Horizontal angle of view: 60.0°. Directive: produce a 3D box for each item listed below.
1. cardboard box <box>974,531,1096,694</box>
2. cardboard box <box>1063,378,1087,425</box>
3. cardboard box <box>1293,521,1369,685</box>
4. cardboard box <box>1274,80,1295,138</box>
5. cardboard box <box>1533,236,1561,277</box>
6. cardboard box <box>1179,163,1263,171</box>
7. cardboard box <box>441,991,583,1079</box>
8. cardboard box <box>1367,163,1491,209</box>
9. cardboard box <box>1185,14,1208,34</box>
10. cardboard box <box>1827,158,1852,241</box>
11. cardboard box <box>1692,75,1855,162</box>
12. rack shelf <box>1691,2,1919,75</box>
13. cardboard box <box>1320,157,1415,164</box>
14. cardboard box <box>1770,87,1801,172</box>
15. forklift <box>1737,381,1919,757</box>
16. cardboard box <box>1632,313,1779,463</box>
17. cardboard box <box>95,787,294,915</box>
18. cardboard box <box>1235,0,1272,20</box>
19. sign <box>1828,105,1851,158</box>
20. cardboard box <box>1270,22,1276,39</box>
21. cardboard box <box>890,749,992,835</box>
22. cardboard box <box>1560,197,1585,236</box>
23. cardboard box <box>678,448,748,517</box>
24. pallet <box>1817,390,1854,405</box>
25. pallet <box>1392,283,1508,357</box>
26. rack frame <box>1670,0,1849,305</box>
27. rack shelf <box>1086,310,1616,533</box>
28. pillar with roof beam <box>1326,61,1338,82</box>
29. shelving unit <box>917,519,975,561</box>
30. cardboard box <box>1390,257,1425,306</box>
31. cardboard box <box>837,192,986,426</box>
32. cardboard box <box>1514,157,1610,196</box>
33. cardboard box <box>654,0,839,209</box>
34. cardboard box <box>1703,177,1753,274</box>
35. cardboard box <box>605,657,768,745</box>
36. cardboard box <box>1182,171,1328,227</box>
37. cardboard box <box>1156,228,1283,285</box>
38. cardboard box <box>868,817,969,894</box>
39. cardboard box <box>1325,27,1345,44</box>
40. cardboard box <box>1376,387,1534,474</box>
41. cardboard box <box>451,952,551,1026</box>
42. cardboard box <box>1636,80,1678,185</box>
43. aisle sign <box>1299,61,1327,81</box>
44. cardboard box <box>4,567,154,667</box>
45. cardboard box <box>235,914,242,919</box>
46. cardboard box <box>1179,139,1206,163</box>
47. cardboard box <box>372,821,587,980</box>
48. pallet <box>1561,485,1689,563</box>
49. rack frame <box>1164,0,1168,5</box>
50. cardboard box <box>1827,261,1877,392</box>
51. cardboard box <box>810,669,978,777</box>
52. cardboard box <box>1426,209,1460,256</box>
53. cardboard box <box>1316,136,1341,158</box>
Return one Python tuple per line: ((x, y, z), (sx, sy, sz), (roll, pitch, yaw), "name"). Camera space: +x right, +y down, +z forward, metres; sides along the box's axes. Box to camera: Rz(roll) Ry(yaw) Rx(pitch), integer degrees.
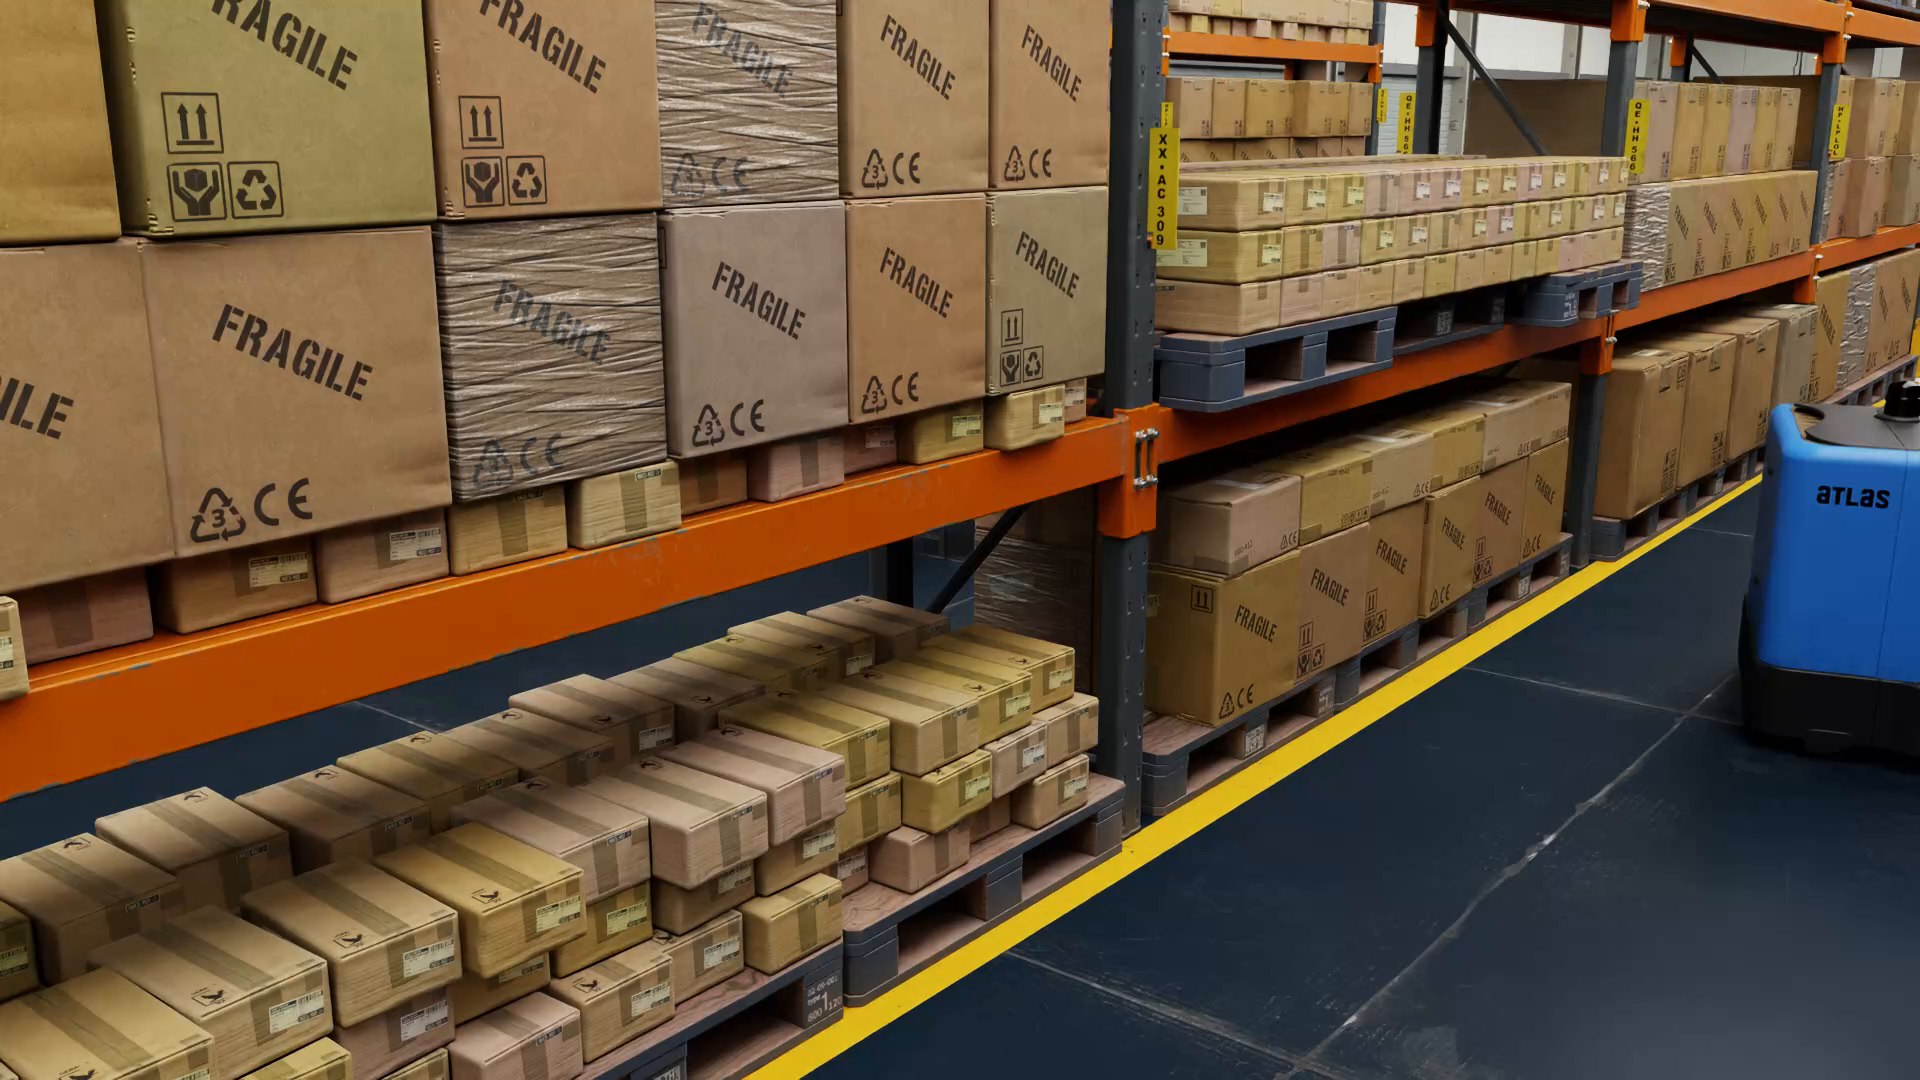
((0.397, 0.202, 5.961), (0.500, 0.500, 0.500), (11, 18, 36), "cardboard box")
((0.130, -0.413, 4.667), (0.380, 0.149, 0.250), (11, 18, 37), "cardboard box")
((1.130, 0.180, 6.045), (0.500, 0.500, 0.500), (12, 19, 40), "cardboard box")
((2.619, -3.933, 15.173), (0.700, 0.500, 0.500), (11, 18, 37), "cardboard box")
((2.211, -1.164, 6.770), (0.380, 0.149, 0.250), (11, 18, 37), "cardboard box")
((0.882, -1.300, 6.099), (0.380, 0.149, 0.250), (11, 18, 36), "cardboard box")
((-1.000, 1.027, 3.427), (0.380, 0.149, 0.250), (10, 17, 35), "cardboard box")
((1.712, -1.300, 6.097), (0.380, 0.149, 0.250), (12, 19, 39), "cardboard box")
((1.839, -4.299, 13.873), (0.380, 0.149, 0.250), (11, 18, 38), "cardboard box")
((5.706, -2.412, 11.720), (0.875, 0.550, 0.550), (11, 18, 38), "cardboard box")
((5.414, -2.819, 11.130), (0.875, 0.550, 0.550), (11, 18, 38), "cardboard box")
((6.413, -3.646, 12.251), (1.077, 0.370, 4.000), (11, 18, 38), "rack shelf")
((1.709, -1.554, 7.099), (0.380, 0.149, 0.250), (10, 18, 35), "cardboard box")
((4.848, -2.595, 10.511), (0.700, 0.500, 0.500), (11, 18, 37), "cardboard box")
((4.307, -0.665, 5.286), (3.031, 2.935, 1.130), (6, 15, 22), "forklift")
((4.226, -0.954, 10.002), (1.050, 0.750, 0.750), (11, 18, 38), "cardboard box")
((-1.647, 0.681, 3.578), (0.380, 0.149, 0.250), (12, 19, 40), "cardboard box")
((2.373, -4.666, 14.505), (0.500, 0.250, 0.500), (11, 18, 38), "cardboard box")
((5.584, -2.598, 10.568), (0.100, 0.325, 0.005), (11, 18, 38), "sign")
((2.600, -4.554, 14.875), (0.380, 0.149, 0.250), (11, 18, 38), "cardboard box")
((-0.138, 0.626, 4.401), (0.380, 0.149, 0.250), (10, 18, 36), "cardboard box")
((2.356, -1.350, 6.900), (0.380, 0.149, 0.250), (12, 18, 39), "cardboard box")
((-0.692, -0.162, 3.679), (0.380, 0.149, 0.250), (11, 18, 37), "cardboard box")
((5.694, -0.940, 11.893), (1.003, 0.211, 1.213), (11, 18, 38), "pallet")
((1.429, -0.913, 6.515), (1.003, 0.211, 1.213), (11, 18, 38), "pallet")
((5.156, -2.158, 11.024), (1.000, 3.000, 0.127), (11, 18, 38), "rack frame")
((1.385, -0.660, 6.590), (1.077, 0.370, 4.000), (11, 18, 38), "rack shelf")
((9.645, -8.983, 25.709), (9.100, 9.000, 0.400), (11, 18, 38), "pillar with roof beam")
((0.004, -0.728, 8.443), (0.431, 1.500, 0.755), (11, 18, 38), "shelving unit")
((1.381, -0.910, 5.769), (0.380, 0.149, 0.250), (10, 18, 35), "cardboard box")
((-0.284, -0.583, 4.017), (0.500, 0.500, 0.500), (11, 18, 36), "cardboard box")
((2.531, -1.549, 7.078), (0.380, 0.149, 0.250), (11, 18, 37), "cardboard box")
((-0.611, -0.975, 3.532), (0.500, 0.500, 0.500), (12, 18, 39), "cardboard box")
((4.083, -1.774, 9.310), (0.500, 0.500, 0.500), (11, 18, 37), "cardboard box")
((-0.736, 0.451, 4.483), (0.380, 0.149, 0.250), (11, 18, 36), "cardboard box")
((0.903, -1.054, 5.130), (0.380, 0.149, 0.250), (12, 18, 39), "cardboard box")
((0.733, -0.856, 4.953), (0.380, 0.149, 0.250), (12, 18, 38), "cardboard box")
((-0.198, 0.778, 4.406), (0.380, 0.149, 0.250), (11, 18, 36), "cardboard box")
((3.425, -4.792, 15.814), (0.380, 0.149, 0.250), (12, 19, 39), "cardboard box")
((2.107, -0.477, 7.110), (0.500, 0.250, 0.500), (12, 18, 38), "cardboard box")
((-1.080, 0.853, 3.505), (0.380, 0.149, 0.250), (12, 19, 40), "cardboard box")
((3.248, -2.106, 8.588), (0.700, 0.500, 0.500), (11, 18, 37), "cardboard box")
((3.554, -4.990, 16.895), (0.394, 0.787, 0.004), (11, 18, 38), "aisle sign")
((-1.533, 0.082, 2.720), (0.380, 0.149, 0.250), (12, 19, 40), "cardboard box")
((-1.636, 0.828, 3.604), (0.380, 0.149, 0.250), (12, 18, 38), "cardboard box")
((1.735, -3.138, 14.077), (0.500, 0.500, 0.500), (11, 18, 37), "cardboard box")
((-0.981, 0.727, 3.396), (0.380, 0.149, 0.250), (12, 18, 38), "cardboard box")
((3.196, -0.179, 8.901), (1.003, 0.211, 1.213), (11, 18, 38), "pallet")
((1.242, -5.812, 13.225), (1.000, 3.000, 0.127), (11, 18, 38), "rack frame")
((6.169, -1.614, 12.348), (0.875, 0.875, 0.875), (11, 18, 38), "cardboard box")
((-0.174, 0.476, 4.384), (0.380, 0.149, 0.250), (11, 18, 37), "cardboard box")
((1.554, -1.108, 5.945), (0.380, 0.149, 0.250), (11, 18, 37), "cardboard box")
((3.311, -3.621, 15.978), (0.500, 0.500, 0.500), (11, 18, 38), "cardboard box")
